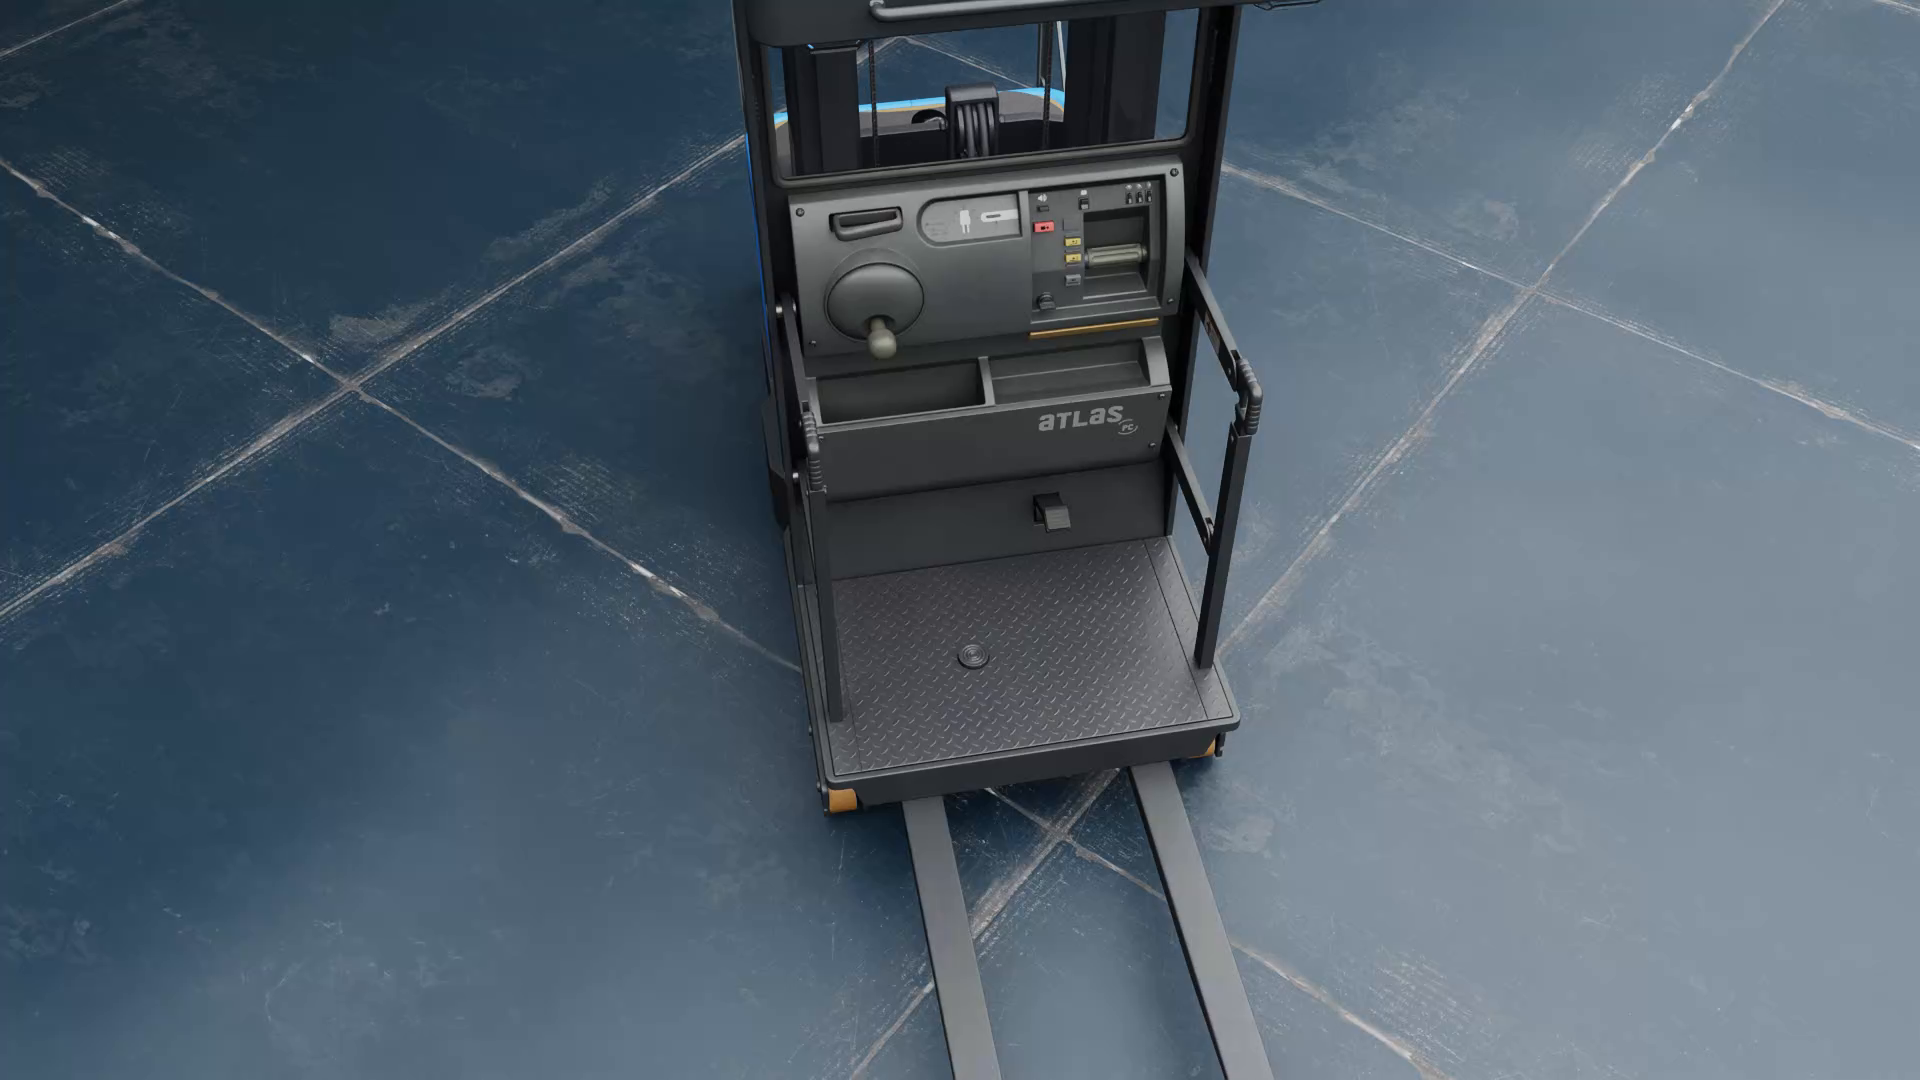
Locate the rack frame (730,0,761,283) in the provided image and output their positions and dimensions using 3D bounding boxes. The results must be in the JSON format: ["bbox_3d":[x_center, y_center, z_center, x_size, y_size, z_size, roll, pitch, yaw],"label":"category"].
[{"bbox_3d":[-0.684,-1.304,5.455,0.032,1.500,0.500,-7,46,-7],"label":"rack frame"}]

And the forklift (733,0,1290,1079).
[{"bbox_3d":[0.114,-0.564,3.762,1.130,2.935,3.031,-8,47,-7],"label":"forklift"}]

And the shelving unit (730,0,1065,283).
[{"bbox_3d":[-0.183,-1.364,5.513,1.048,1.500,0.538,-7,46,-7],"label":"shelving unit"}]

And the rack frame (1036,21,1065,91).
[{"bbox_3d":[0.319,-1.424,5.570,0.032,1.500,0.500,-7,46,-7],"label":"rack frame"}]
